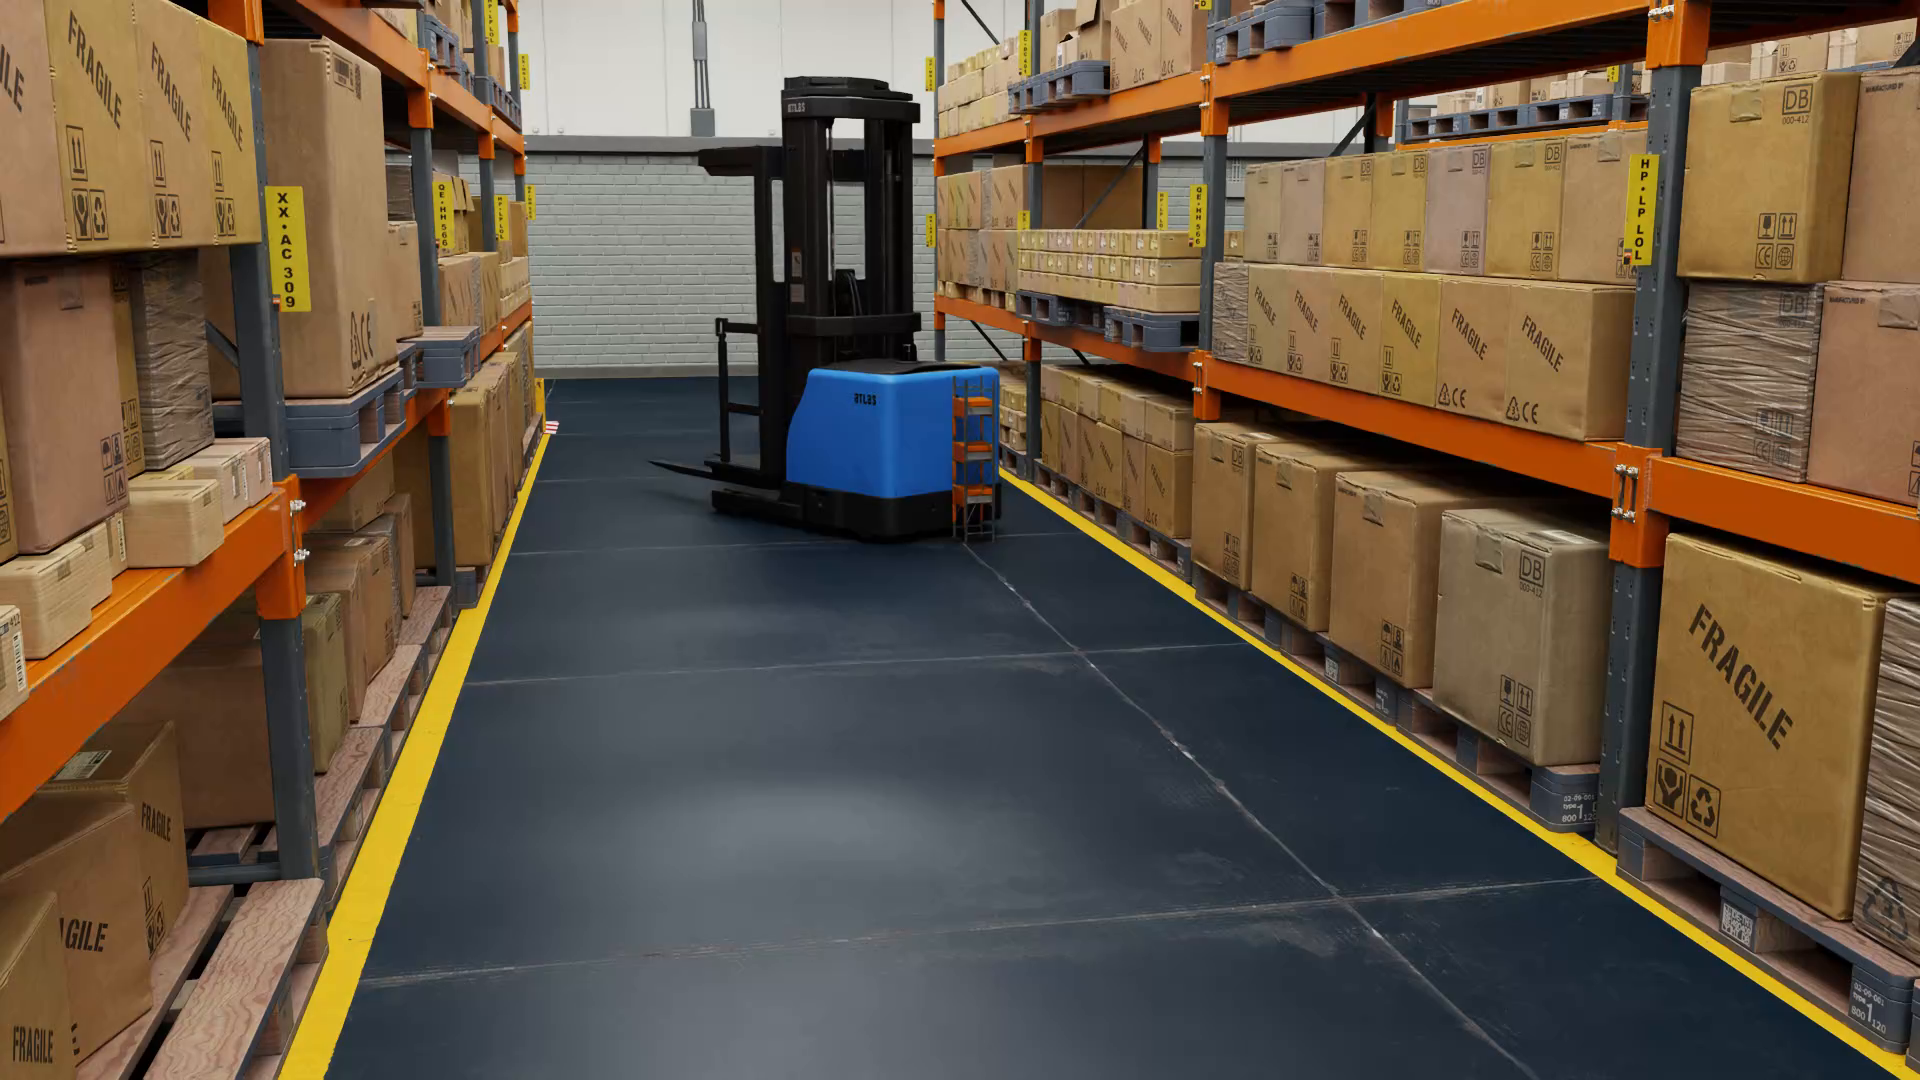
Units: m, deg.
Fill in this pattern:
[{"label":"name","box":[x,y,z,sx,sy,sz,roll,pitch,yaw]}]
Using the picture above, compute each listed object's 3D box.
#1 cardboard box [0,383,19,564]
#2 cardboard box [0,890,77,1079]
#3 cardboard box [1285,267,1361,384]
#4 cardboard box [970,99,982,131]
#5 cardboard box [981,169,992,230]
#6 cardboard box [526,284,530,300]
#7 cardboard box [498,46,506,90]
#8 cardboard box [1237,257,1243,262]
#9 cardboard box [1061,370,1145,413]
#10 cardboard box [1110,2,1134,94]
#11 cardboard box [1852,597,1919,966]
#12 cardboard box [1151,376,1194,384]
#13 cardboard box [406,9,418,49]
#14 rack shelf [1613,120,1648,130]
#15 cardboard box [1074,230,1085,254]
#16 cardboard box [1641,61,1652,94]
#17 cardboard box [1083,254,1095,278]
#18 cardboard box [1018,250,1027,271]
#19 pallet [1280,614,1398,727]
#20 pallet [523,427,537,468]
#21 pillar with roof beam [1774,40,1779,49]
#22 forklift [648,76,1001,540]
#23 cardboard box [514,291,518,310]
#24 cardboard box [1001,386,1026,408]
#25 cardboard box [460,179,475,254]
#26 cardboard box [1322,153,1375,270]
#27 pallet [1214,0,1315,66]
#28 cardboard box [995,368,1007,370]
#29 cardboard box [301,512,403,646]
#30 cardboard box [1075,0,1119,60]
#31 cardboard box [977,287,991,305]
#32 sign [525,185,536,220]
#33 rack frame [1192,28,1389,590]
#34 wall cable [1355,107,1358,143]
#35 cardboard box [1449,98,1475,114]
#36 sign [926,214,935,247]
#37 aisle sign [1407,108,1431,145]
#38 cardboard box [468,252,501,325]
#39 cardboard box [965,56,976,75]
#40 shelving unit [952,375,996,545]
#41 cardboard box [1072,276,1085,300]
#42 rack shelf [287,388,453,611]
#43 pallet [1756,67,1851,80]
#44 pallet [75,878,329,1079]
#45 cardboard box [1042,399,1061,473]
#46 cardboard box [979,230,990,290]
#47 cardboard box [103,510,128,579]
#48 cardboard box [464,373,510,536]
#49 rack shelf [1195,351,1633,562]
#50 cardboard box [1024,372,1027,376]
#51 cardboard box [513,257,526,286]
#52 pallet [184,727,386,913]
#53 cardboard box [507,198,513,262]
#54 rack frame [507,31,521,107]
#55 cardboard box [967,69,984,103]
[{"label":"cardboard box","box":[-1.965,-0.157,2.434,0.875,0.500,0.500,-2,11,-11]},{"label":"cardboard box","box":[-1.952,0.992,3.025,0.500,0.500,0.500,-3,11,-16]},{"label":"cardboard box","box":[1.821,-0.987,7.593,0.500,0.500,0.500,-2,11,-11]},{"label":"cardboard box","box":[0.381,-3.705,14.521,0.500,0.250,0.500,-2,11,-11]},{"label":"cardboard box","box":[0.474,-2.901,14.180,0.500,0.500,0.500,-2,11,-10]},{"label":"cardboard box","box":[-4.197,-2.297,15.413,0.380,0.149,0.250,-2,11,-10]},{"label":"cardboard box","box":[-4.488,-4.206,15.091,0.700,0.500,0.500,-3,11,-14]},{"label":"cardboard box","box":[1.848,-1.590,9.783,0.380,0.149,0.250,-2,11,-8]},{"label":"cardboard box","box":[1.012,-1.053,11.765,0.500,0.250,0.500,-2,11,-9]},{"label":"cardboard box","box":[1.236,-3.017,10.235,0.500,0.500,0.500,-2,11,-11]},{"label":"cardboard box","box":[2.810,0.638,3.879,0.875,0.875,0.875,-2,11,-11]},{"label":"cardboard box","box":[1.618,-0.978,11.366,0.500,0.250,0.500,-3,11,-14]},{"label":"cardboard box","box":[-2.752,-2.376,7.534,0.500,0.250,0.500,-2,11,-11]},{"label":"rack shelf","box":[6.246,-2.901,11.819,1.077,0.370,4.000,-2,11,-11]},{"label":"cardboard box","box":[0.955,-1.949,10.872,0.380,0.149,0.250,-2,11,-9]},{"label":"cardboard box","box":[5.612,-3.657,13.103,0.396,0.266,0.258,-2,11,-12]},{"label":"cardboard box","box":[1.004,-1.755,10.650,0.380,0.149,0.250,-2,11,-10]},{"label":"cardboard box","box":[0.647,-2.089,12.405,0.380,0.149,0.250,-2,11,-10]},{"label":"pallet","box":[2.113,0.525,7.375,1.003,0.211,1.213,-2,11,-11]},{"label":"pallet","box":[-4.175,-0.784,14.252,1.003,0.211,1.213,-2,11,-11]},{"label":"pillar with roof beam","box":[6.085,-6.381,20.152,9.100,9.000,0.400,-2,11,-11]},{"label":"forklift","box":[-1.099,-1.659,11.573,1.130,2.935,3.031,-10,15,-42]},{"label":"cardboard box","box":[-3.847,-1.968,13.687,0.380,0.149,0.250,-2,11,-10]},{"label":"cardboard box","box":[0.553,-1.194,13.858,0.380,0.149,0.250,-2,11,-12]},{"label":"cardboard box","box":[-3.731,-2.213,11.349,0.797,0.503,0.637,-2,11,-12]},{"label":"cardboard box","box":[2.079,-1.487,7.543,0.700,0.500,0.500,-2,11,-12]},{"label":"pallet","box":[1.977,-2.480,8.189,1.213,0.211,1.003,-2,11,-8]},{"label":"cardboard box","box":[0.237,-1.533,15.639,0.380,0.149,0.250,-3,11,-14]},{"label":"cardboard box","box":[-2.815,0.181,7.230,0.700,0.500,0.500,-3,11,-16]},{"label":"cardboard box","box":[1.193,-3.392,11.073,0.797,0.503,0.637,-2,11,-12]},{"label":"cardboard box","box":[0.362,-2.154,14.663,0.380,0.149,0.250,-2,11,-10]},{"label":"sign","box":[-4.106,-3.224,15.880,0.100,0.325,0.005,-2,11,-11]},{"label":"rack frame","box":[1.800,-1.216,9.062,1.000,3.000,0.127,-2,11,-11]},{"label":"wall cable","box":[4.435,-6.889,22.821,2.355,3.000,0.029,-2,11,-11]},{"label":"cardboard box","box":[5.066,-4.279,16.416,0.380,0.149,0.250,-2,11,-9]},{"label":"sign","box":[-0.289,-3.089,16.586,0.100,0.325,0.005,-2,11,-11]},{"label":"aisle sign","box":[4.781,-4.161,17.584,0.394,0.787,0.004,-2,11,-11]},{"label":"cardboard box","box":[-3.504,-1.761,11.658,0.500,0.500,0.500,-2,11,-11]},{"label":"cardboard box","box":[0.255,-4.217,14.805,0.380,0.149,0.250,-2,11,-9]},{"label":"shelving unit","box":[0.087,-0.511,10.575,0.215,1.050,0.252,-3,11,-18]},{"label":"cardboard box","box":[0.952,-1.658,10.932,0.380,0.149,0.250,-3,11,-14]},{"label":"rack shelf","box":[-2.696,-0.334,6.351,1.077,0.370,4.000,-2,11,-11]},{"label":"pallet","box":[6.238,-3.116,11.529,1.003,0.211,1.213,-2,11,-8]},{"label":"pallet","box":[-2.142,1.171,3.977,1.003,0.211,1.213,-2,11,-11]},{"label":"cardboard box","box":[0.905,-0.783,12.348,0.500,0.500,0.500,-2,11,-9]},{"label":"cardboard box","box":[0.455,-2.410,14.271,0.500,0.500,0.500,-2,11,-11]},{"label":"cardboard box","box":[-1.871,0.019,3.249,0.380,0.149,0.250,-2,11,-11]},{"label":"cardboard box","box":[-3.365,-0.508,9.900,1.225,0.875,0.875,-2,11,-11]},{"label":"rack shelf","box":[2.189,-0.496,7.202,1.077,0.370,4.000,-2,11,-11]},{"label":"cardboard box","box":[0.800,-1.453,15.217,0.380,0.149,0.250,-3,11,-13]},{"label":"cardboard box","box":[-4.189,-2.421,15.001,0.500,0.250,0.500,-2,11,-12]},{"label":"pallet","box":[-2.460,0.907,5.368,1.003,0.211,1.213,-2,11,-11]},{"label":"cardboard box","box":[-3.900,-2.511,13.469,0.500,0.500,0.500,-2,11,-13]},{"label":"rack frame","box":[-4.641,-5.468,15.359,1.000,3.000,0.127,-2,11,-11]},{"label":"cardboard box","box":[0.363,-3.957,14.506,0.500,0.250,0.500,-3,11,-13]}]
